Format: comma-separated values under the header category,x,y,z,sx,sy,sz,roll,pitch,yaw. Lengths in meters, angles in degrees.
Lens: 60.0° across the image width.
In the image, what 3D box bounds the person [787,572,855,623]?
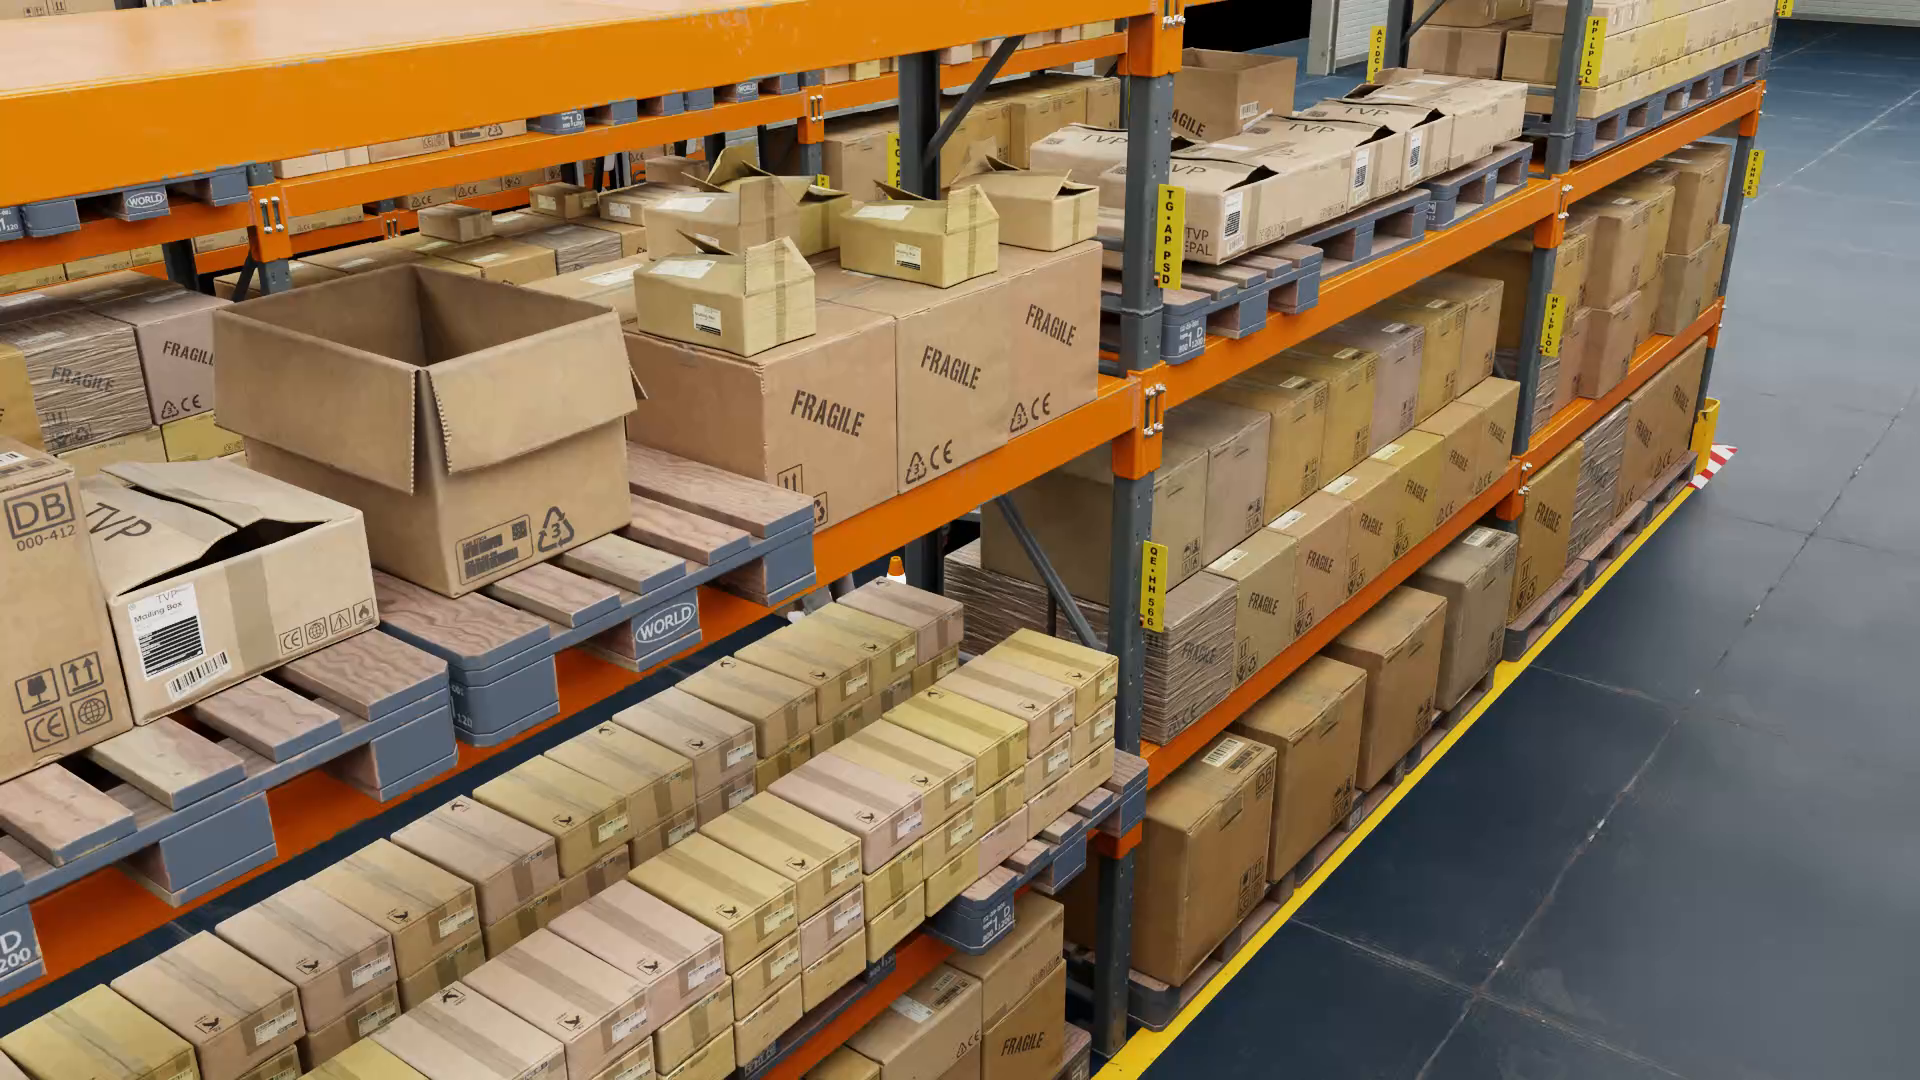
category,x,y,z,sx,sy,sz,roll,pitch,yaw
person,-0.826,-0.283,9.750,0.363,1.671,0.509,15,28,30
